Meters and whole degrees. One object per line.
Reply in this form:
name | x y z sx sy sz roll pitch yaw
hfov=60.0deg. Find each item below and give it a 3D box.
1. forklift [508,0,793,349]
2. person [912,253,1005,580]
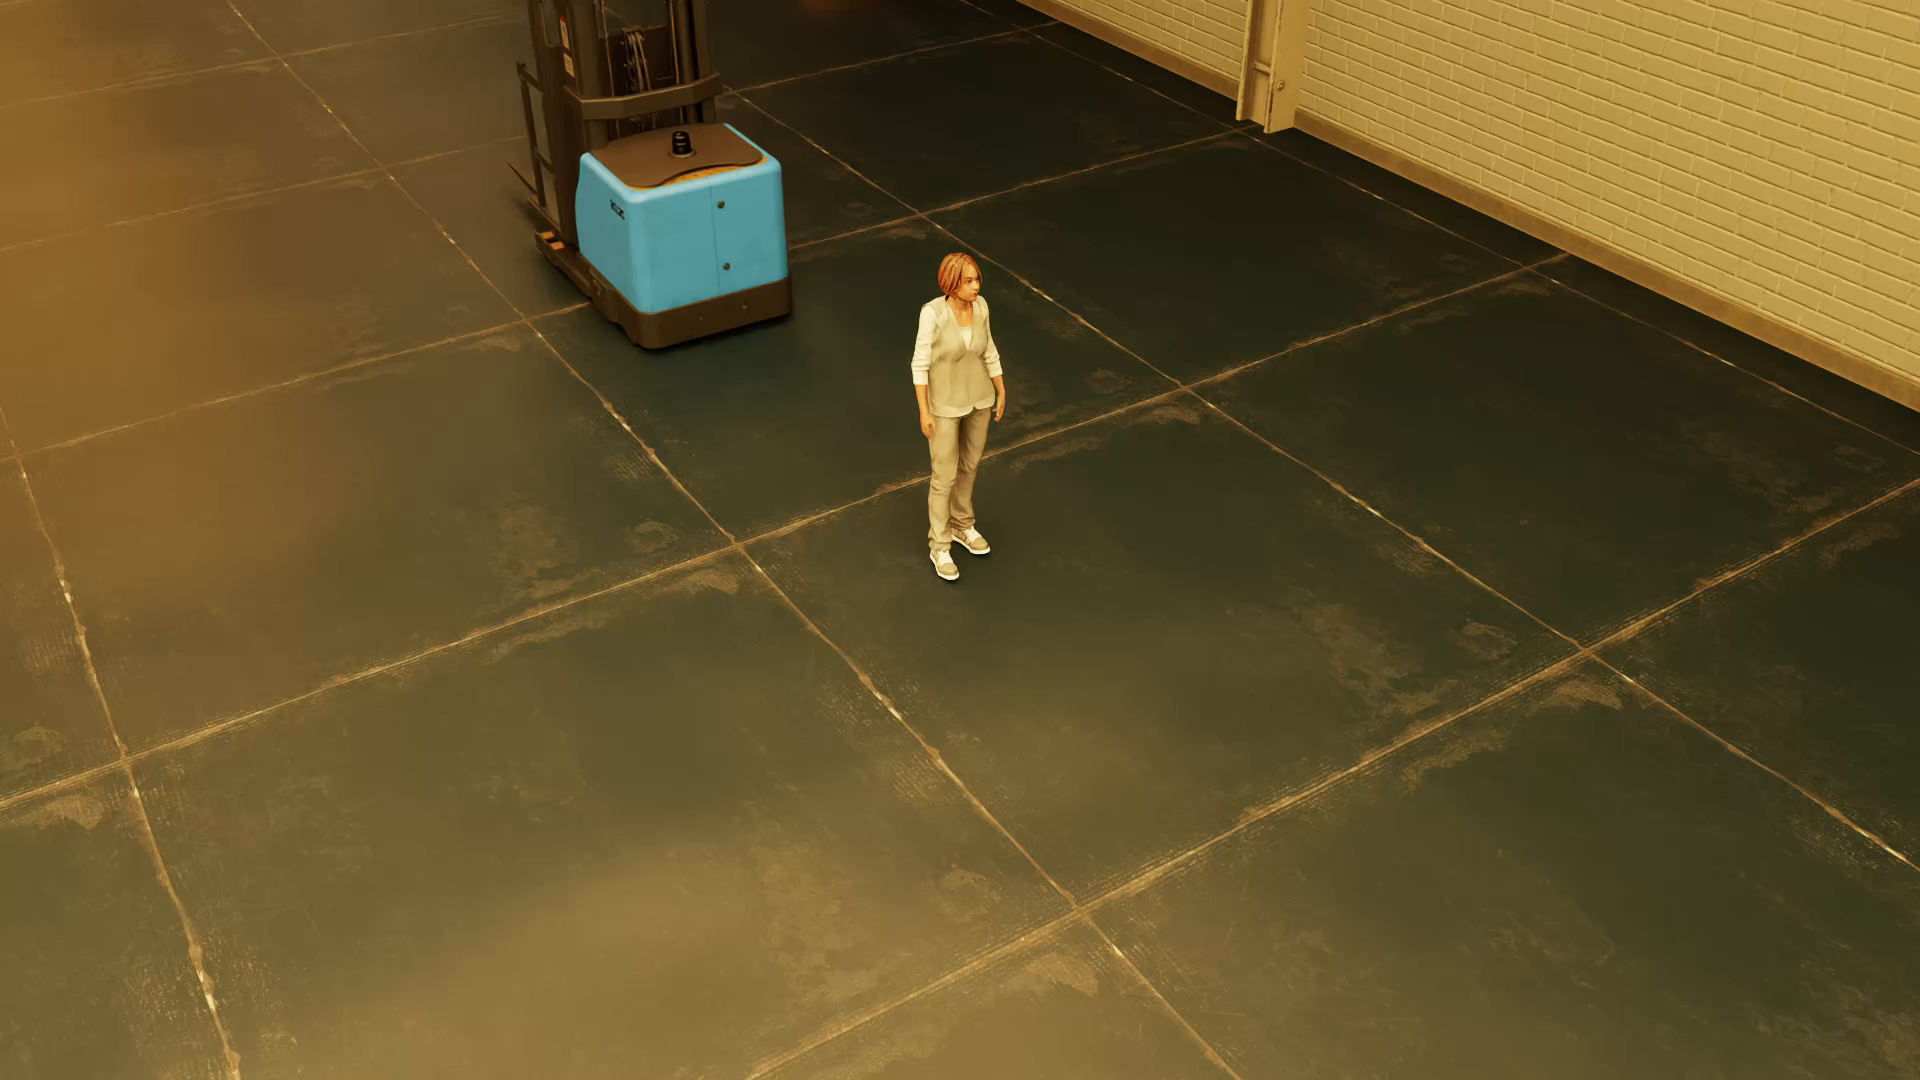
forklift | -2.274 -3.194 10.694 1.130 2.935 3.031 -19 40 -25
person | 0.029 -0.619 8.176 0.520 1.599 0.473 -21 40 -27
